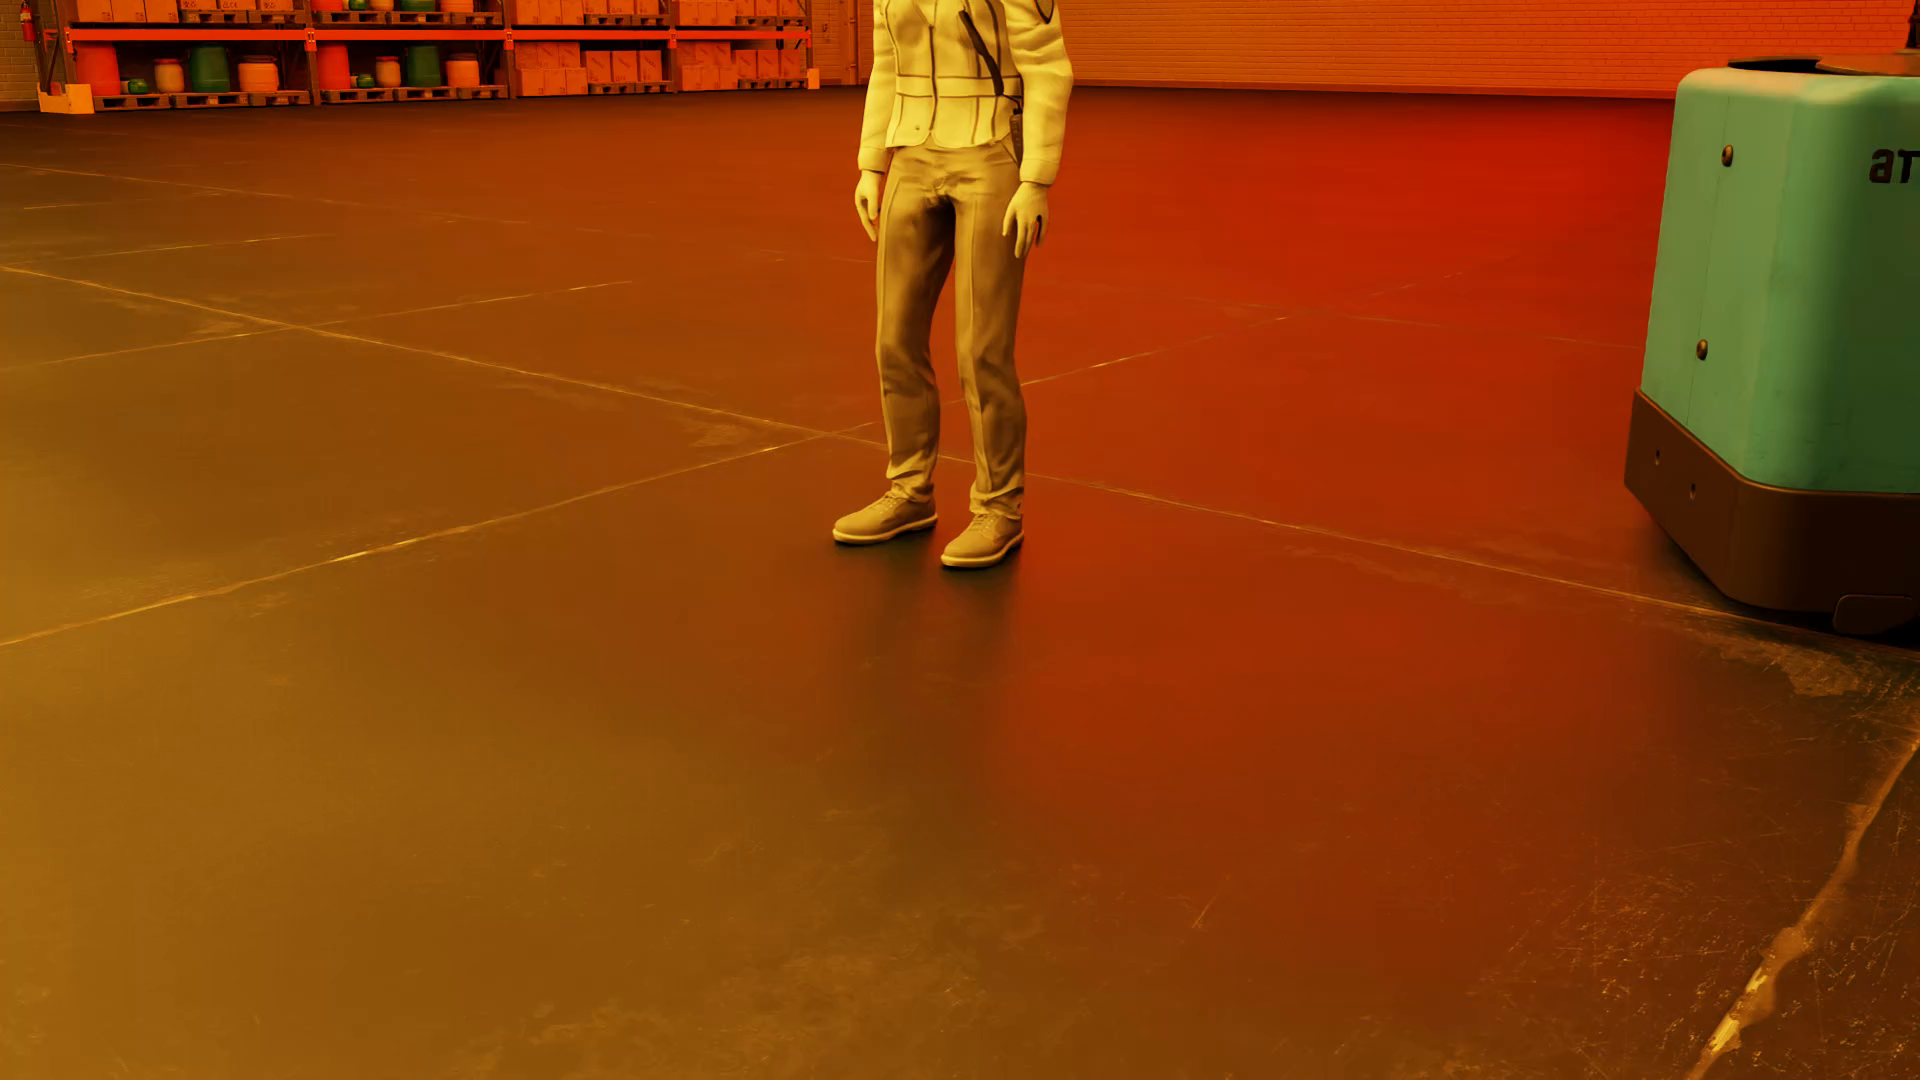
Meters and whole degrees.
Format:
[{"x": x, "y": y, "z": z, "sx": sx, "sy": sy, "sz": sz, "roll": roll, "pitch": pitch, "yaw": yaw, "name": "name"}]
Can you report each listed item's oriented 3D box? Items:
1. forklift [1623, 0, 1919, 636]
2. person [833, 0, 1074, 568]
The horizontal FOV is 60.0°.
[{"x": 3.092, "y": -1.284, "z": 3.127, "sx": 3.031, "sy": 2.935, "sz": 1.130, "roll": 2, "pitch": 17, "yaw": 8, "name": "forklift"}, {"x": -0.011, "y": -0.786, "z": 3.673, "sx": 0.529, "sy": 1.663, "sz": 0.372, "roll": 13, "pitch": 21, "yaw": 36, "name": "person"}]
